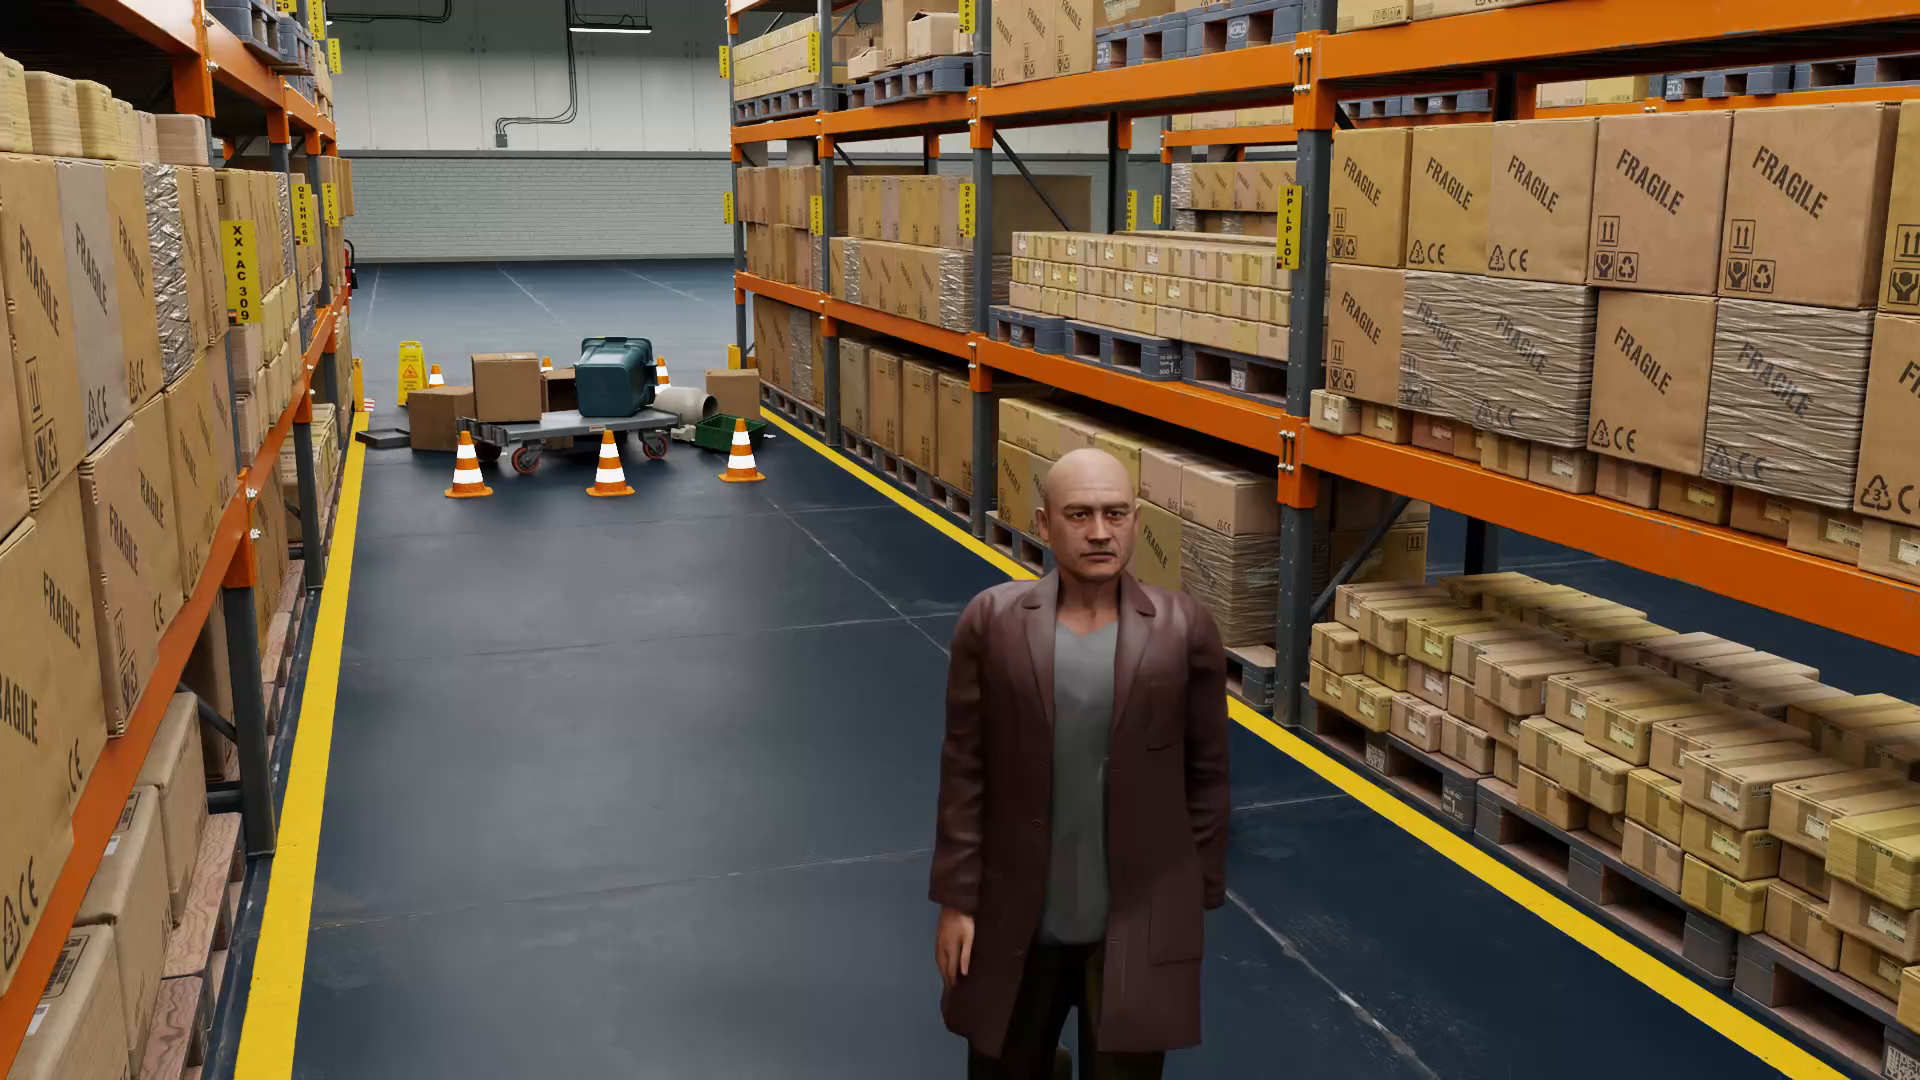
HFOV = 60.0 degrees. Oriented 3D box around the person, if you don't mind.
[{"bbox_3d":[0.229,0.694,3.219,0.570,1.752,0.814,2,12,9],"label":"person"}]
